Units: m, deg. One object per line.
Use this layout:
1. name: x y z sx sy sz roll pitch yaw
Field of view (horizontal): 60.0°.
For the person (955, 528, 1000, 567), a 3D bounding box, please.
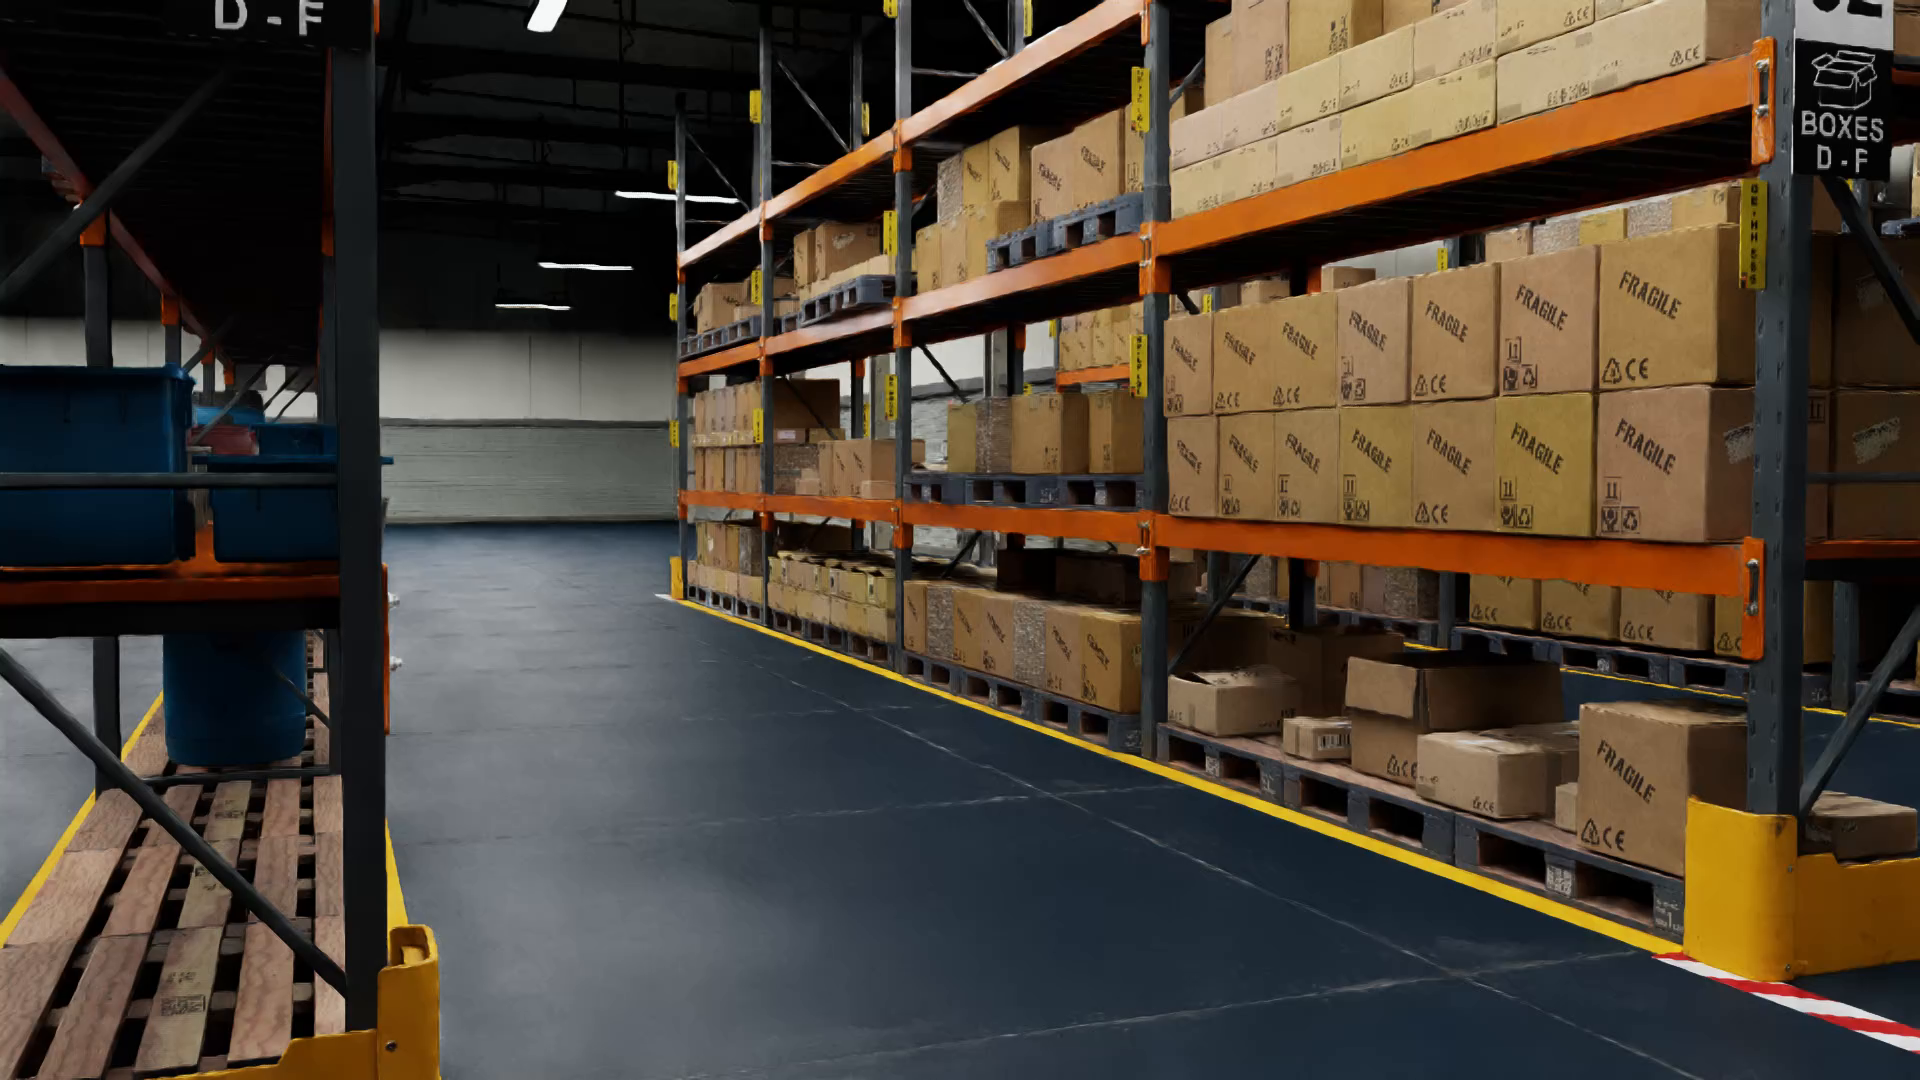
1. person: 0.187 -0.075 18.406 0.537 1.667 0.530 1 2 14
